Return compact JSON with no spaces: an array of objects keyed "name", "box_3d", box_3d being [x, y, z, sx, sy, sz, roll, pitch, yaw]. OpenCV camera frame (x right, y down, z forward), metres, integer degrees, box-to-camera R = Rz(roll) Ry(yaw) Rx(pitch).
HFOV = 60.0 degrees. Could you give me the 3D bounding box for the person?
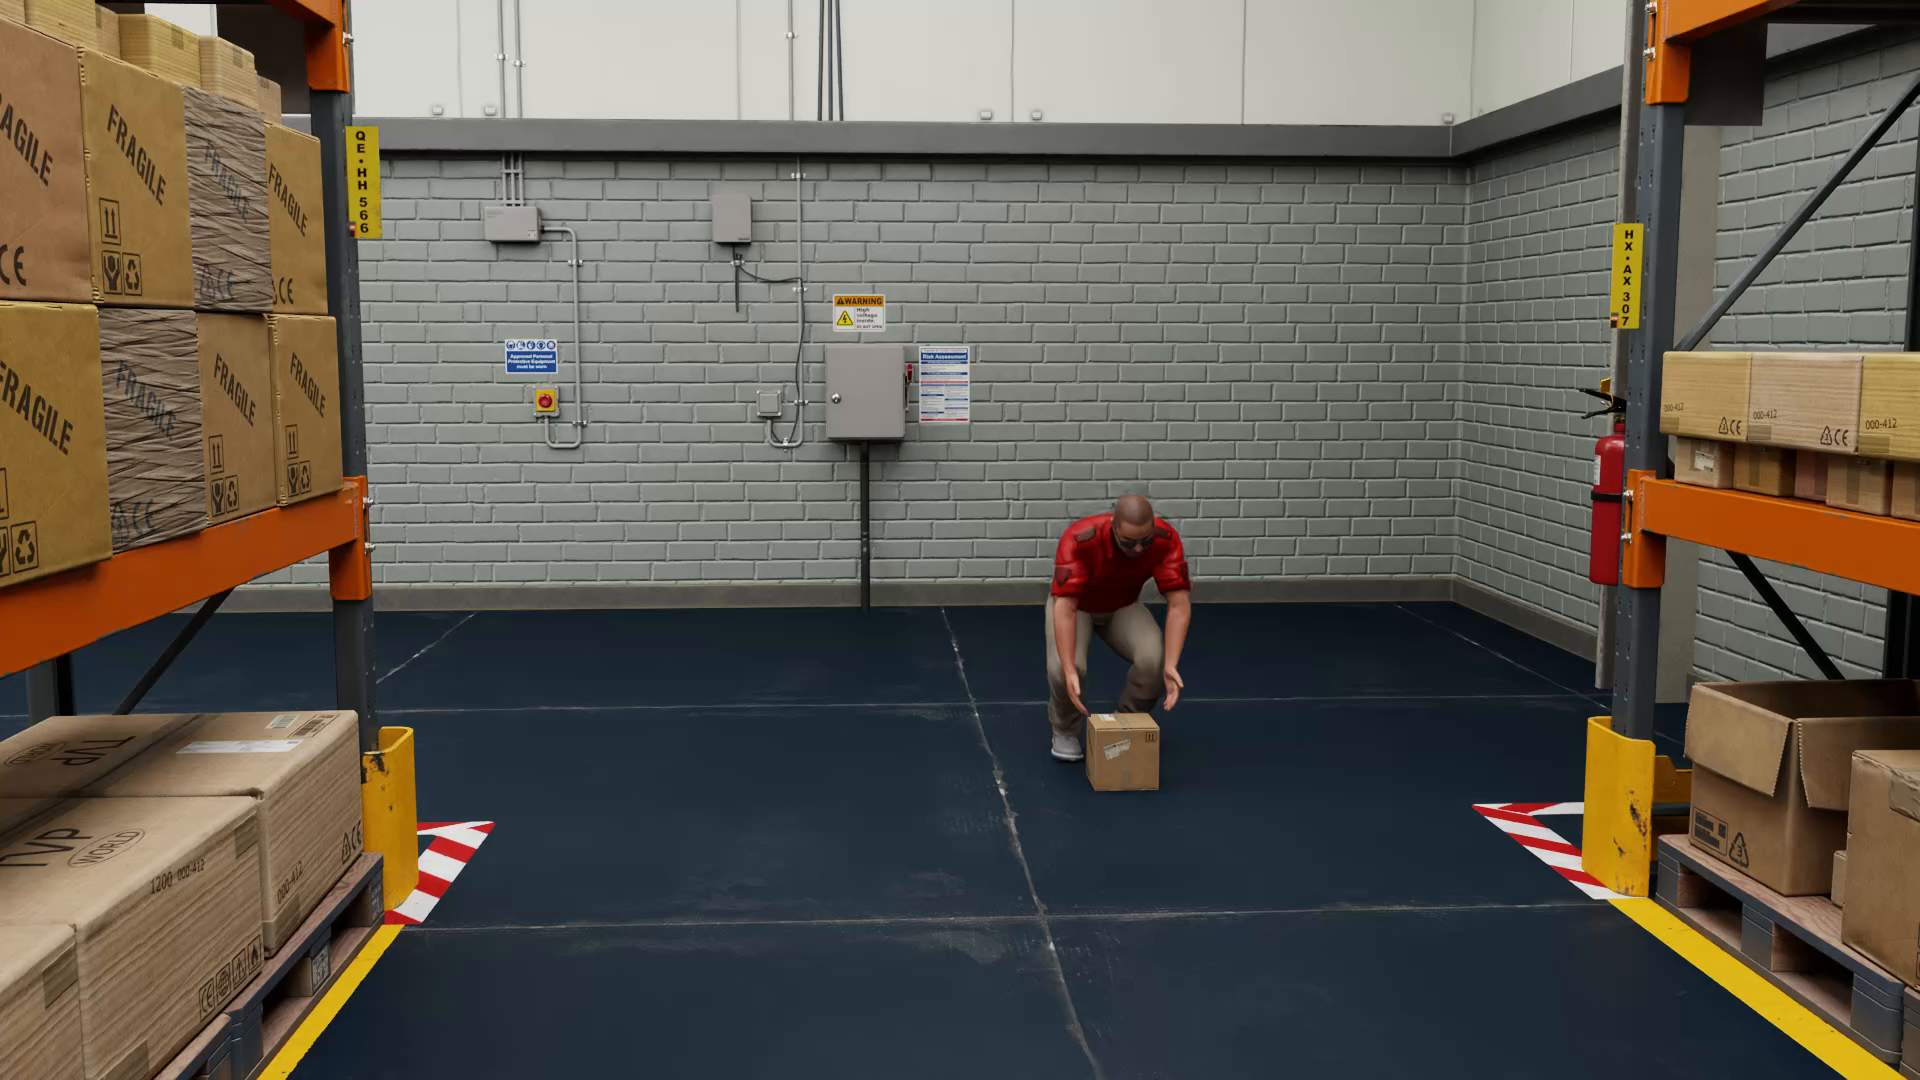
[{"name":"person","box_3d":[0.637,0.349,6.884,0.577,1.142,0.823,0,7,-4]}]
